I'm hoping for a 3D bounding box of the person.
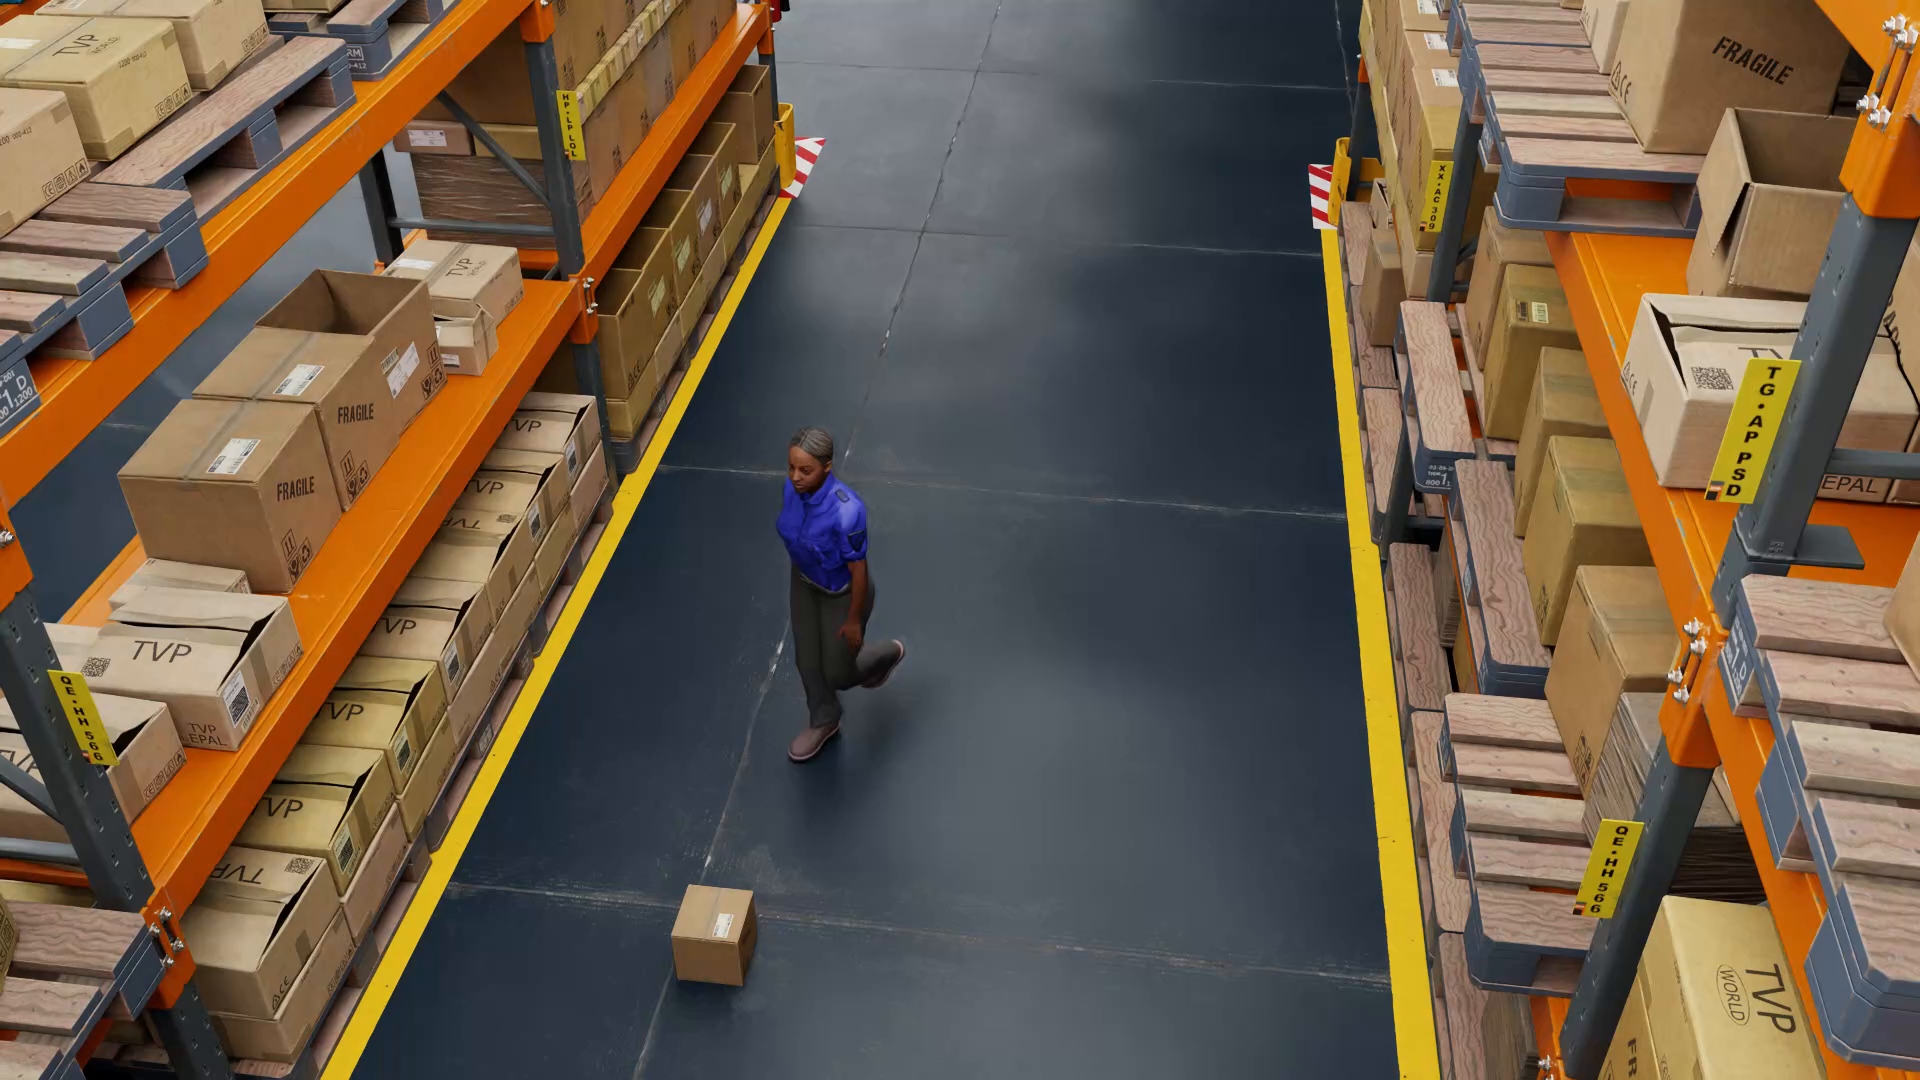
[{"bbox_3d":[-0.453,0.189,6.786,0.629,1.624,0.472,-30,46,-34],"label":"person"}]
